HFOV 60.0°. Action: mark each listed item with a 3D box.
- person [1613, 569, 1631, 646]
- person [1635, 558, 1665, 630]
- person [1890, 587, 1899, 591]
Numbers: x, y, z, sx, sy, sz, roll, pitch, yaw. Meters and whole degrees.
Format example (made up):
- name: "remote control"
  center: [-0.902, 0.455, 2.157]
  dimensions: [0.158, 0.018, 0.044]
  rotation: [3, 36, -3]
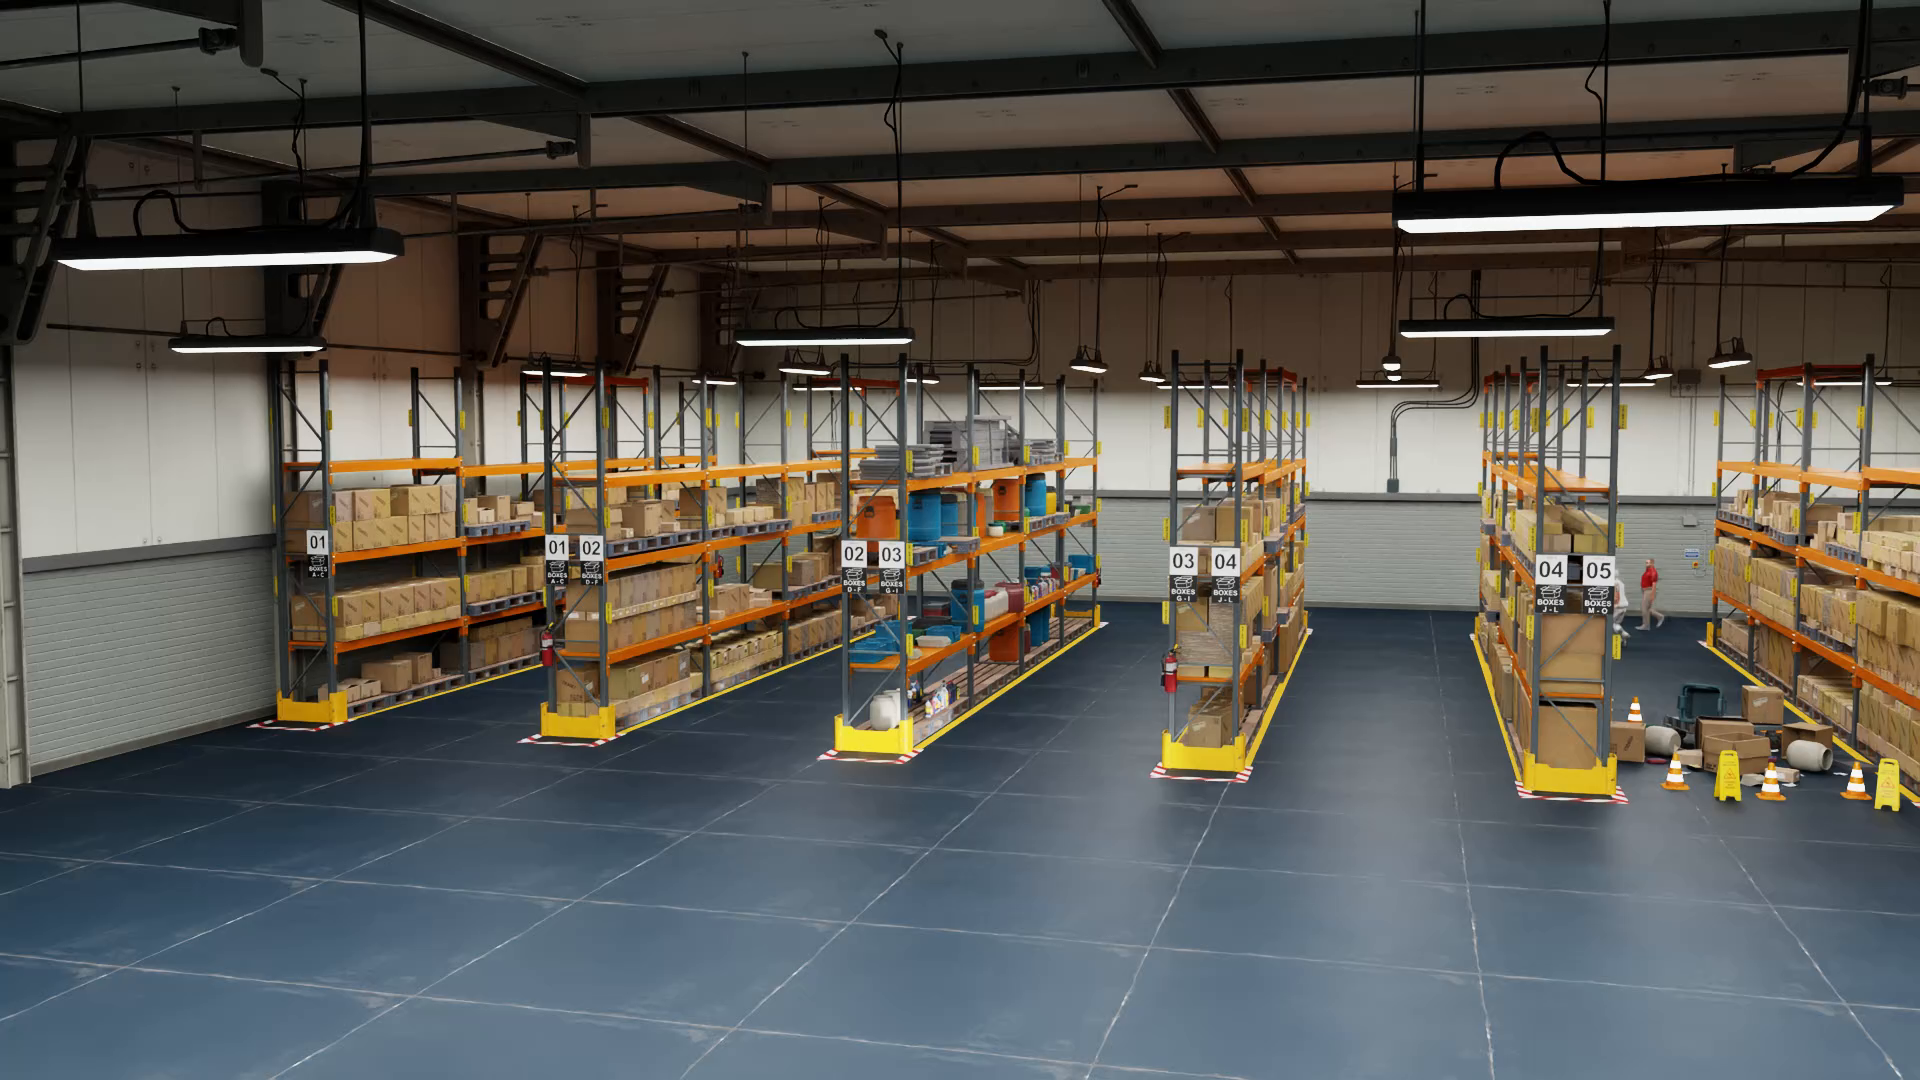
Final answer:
- name: "person"
  center: [14.589, 1.496, 36.964]
  dimensions: [0.609, 1.718, 0.765]
  rotation: [-3, 5, -38]
- name: "person"
  center: [16.457, 1.281, 39.582]
  dimensions: [0.688, 1.705, 0.548]
  rotation: [1, 4, 15]
- name: "person"
  center: [18.499, 1.751, 32.790]
  dimensions: [0.602, 1.791, 0.467]
  rotation: [-1, 4, -19]
